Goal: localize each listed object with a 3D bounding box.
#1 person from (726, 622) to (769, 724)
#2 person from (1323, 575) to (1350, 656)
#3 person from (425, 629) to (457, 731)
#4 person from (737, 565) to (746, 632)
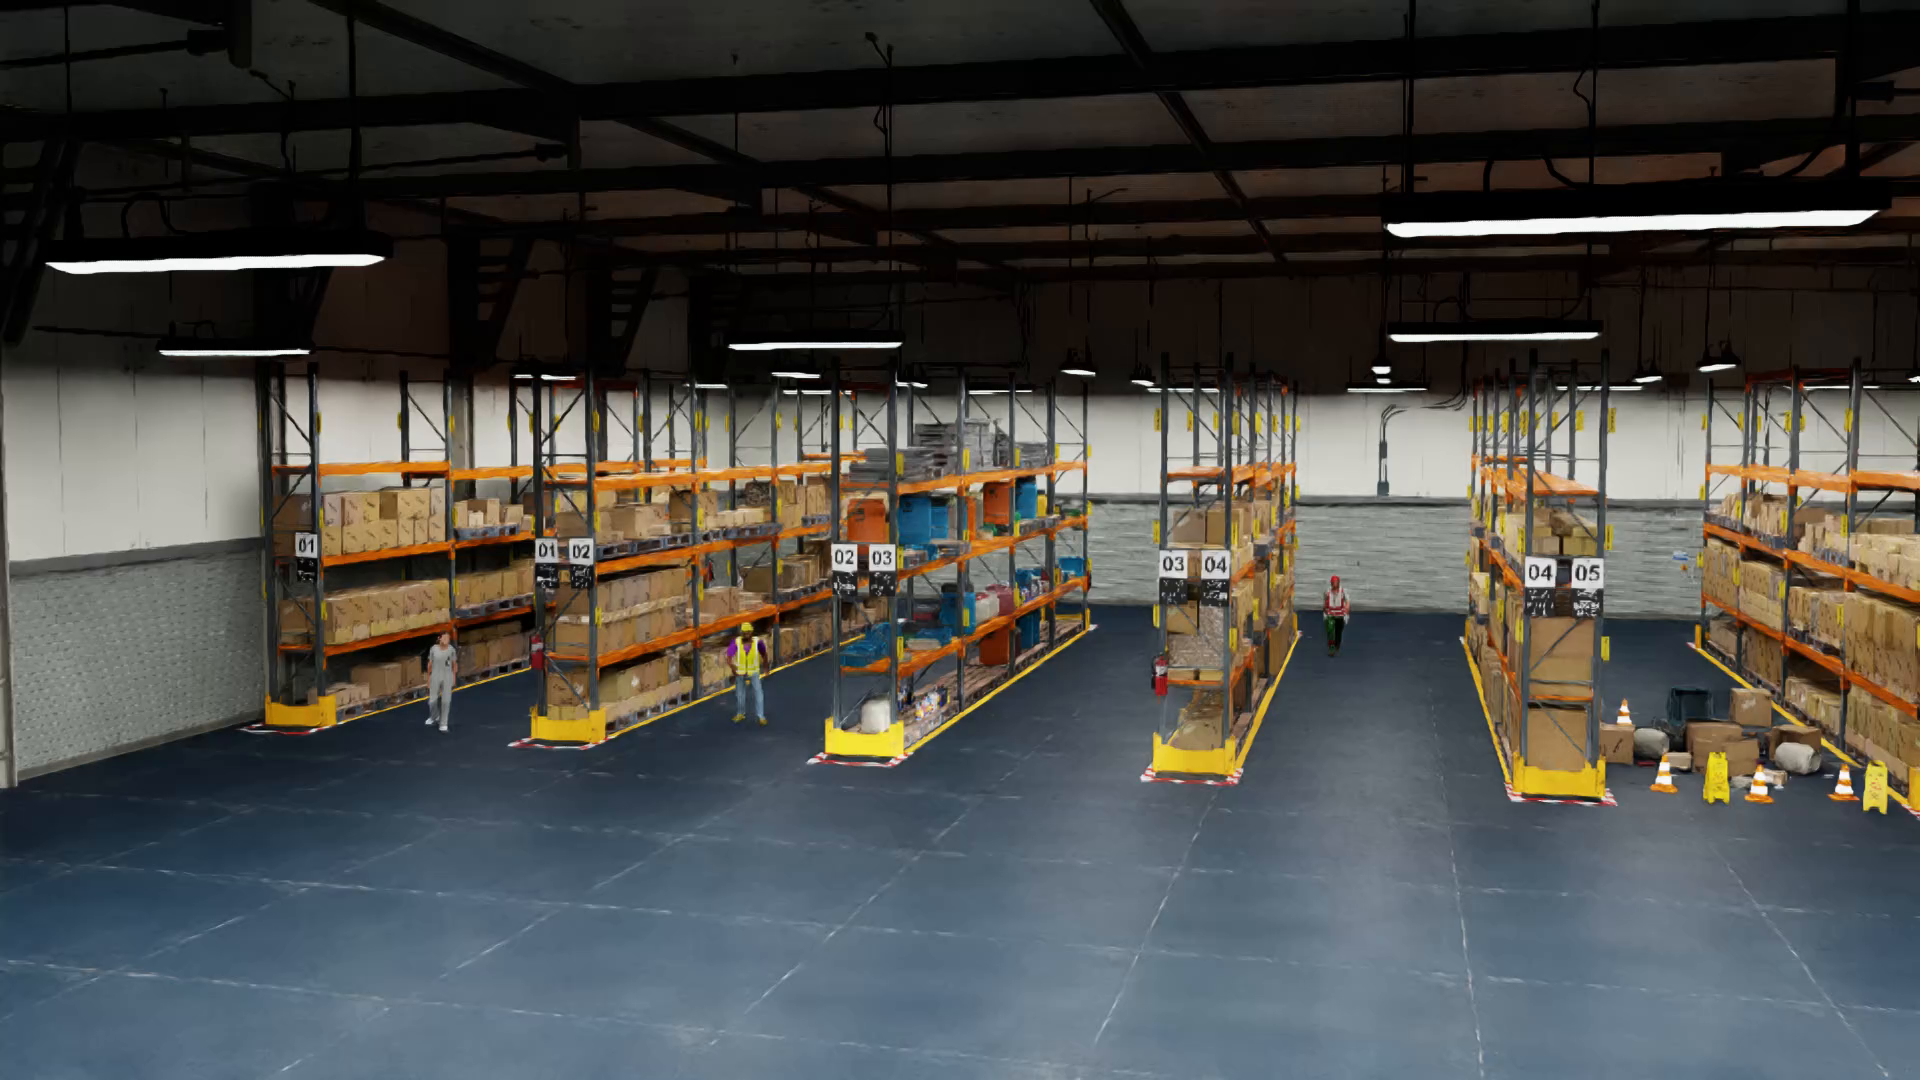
[{"bbox_3d":[-3.532,2.197,27.674,0.713,1.698,0.809,0,4,-4],"label":"person"},{"bbox_3d":[8.102,1.615,35.828,0.565,1.734,1.045,1,4,14],"label":"person"},{"bbox_3d":[-8.475,2.268,27.133,0.516,1.662,0.524,-2,4,-21],"label":"person"},{"bbox_3d":[-5.211,1.383,39.896,0.495,1.589,1.086,1,4,17],"label":"person"}]
